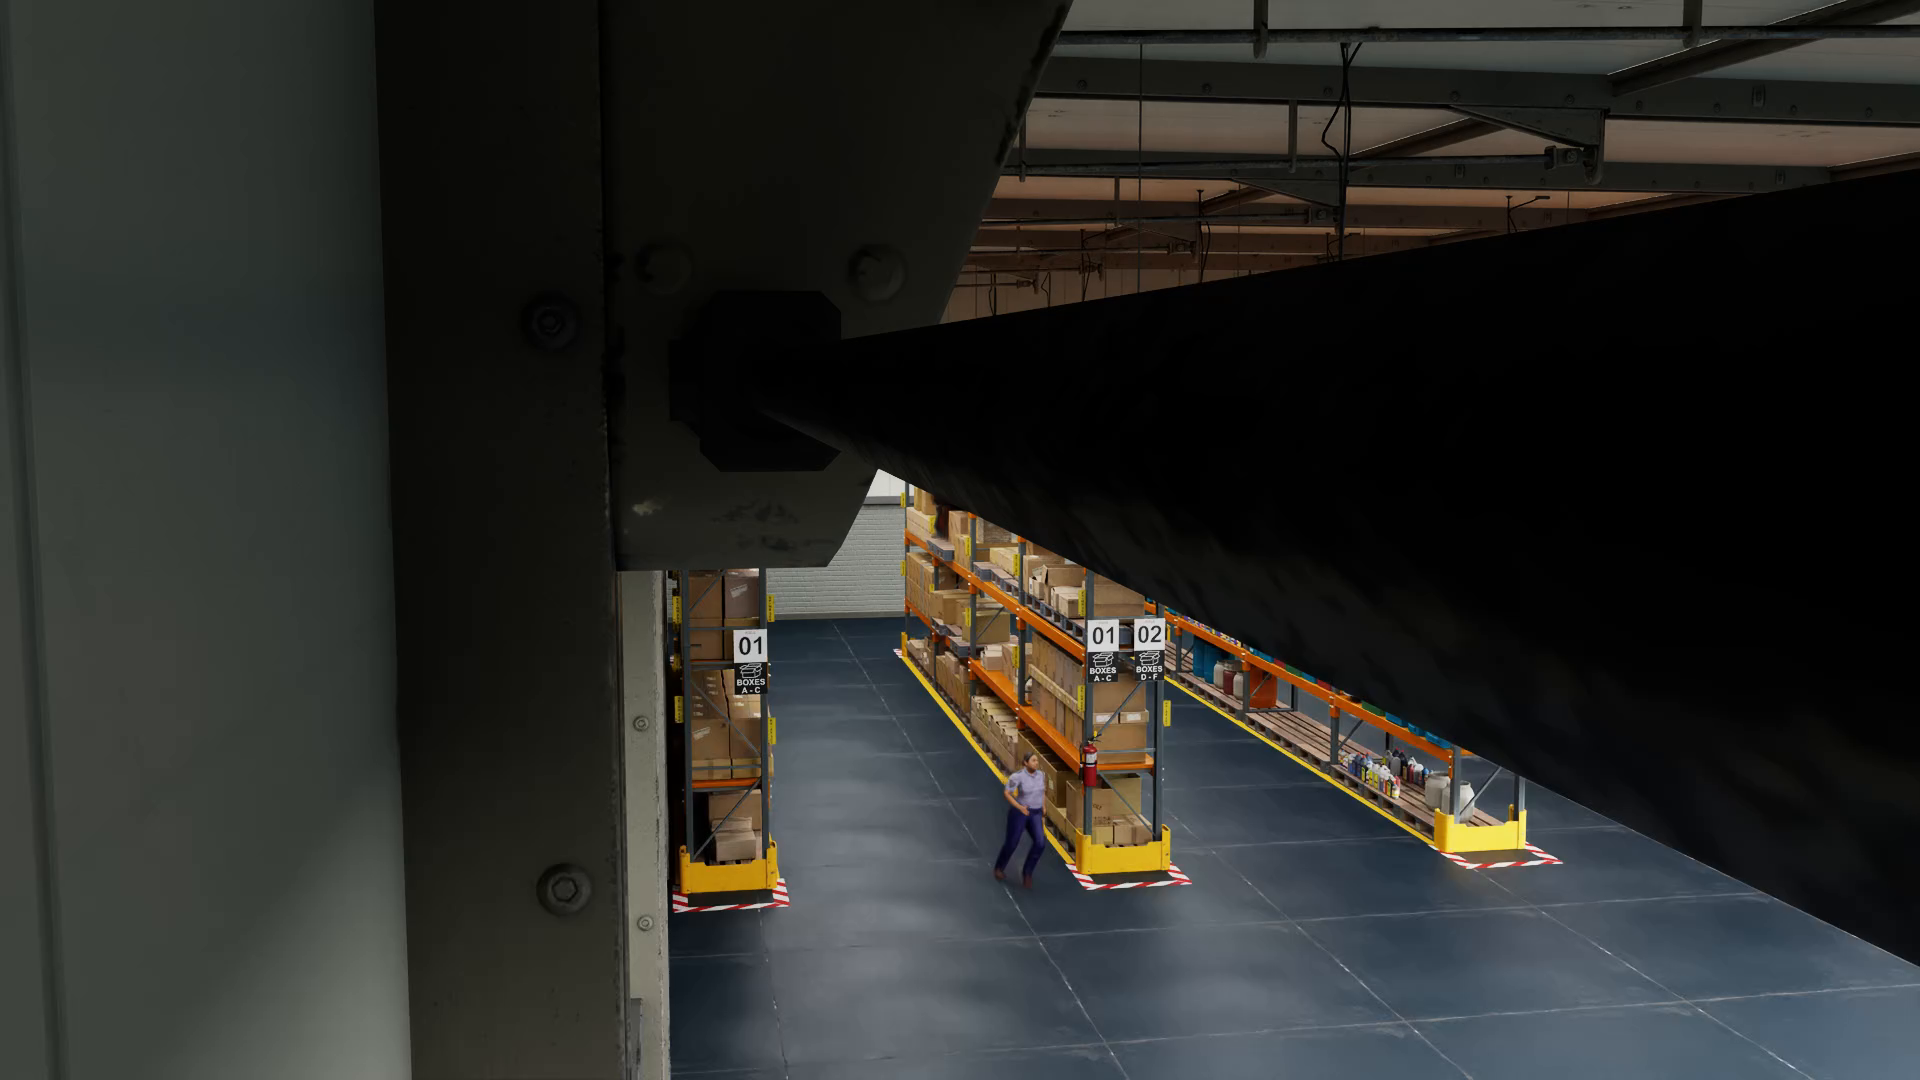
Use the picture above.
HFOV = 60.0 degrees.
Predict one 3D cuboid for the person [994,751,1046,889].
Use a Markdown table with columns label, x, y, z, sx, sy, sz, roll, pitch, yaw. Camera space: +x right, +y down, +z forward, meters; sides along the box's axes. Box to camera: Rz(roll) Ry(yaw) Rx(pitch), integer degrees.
| label | x | y | z | sx | sy | sz | roll | pitch | yaw |
| --- | --- | --- | --- | --- | --- | --- | --- | --- | --- |
| person | 0.814 | 3.428 | 20.468 | 0.689 | 1.651 | 0.677 | -3 | 7 | -26 |
